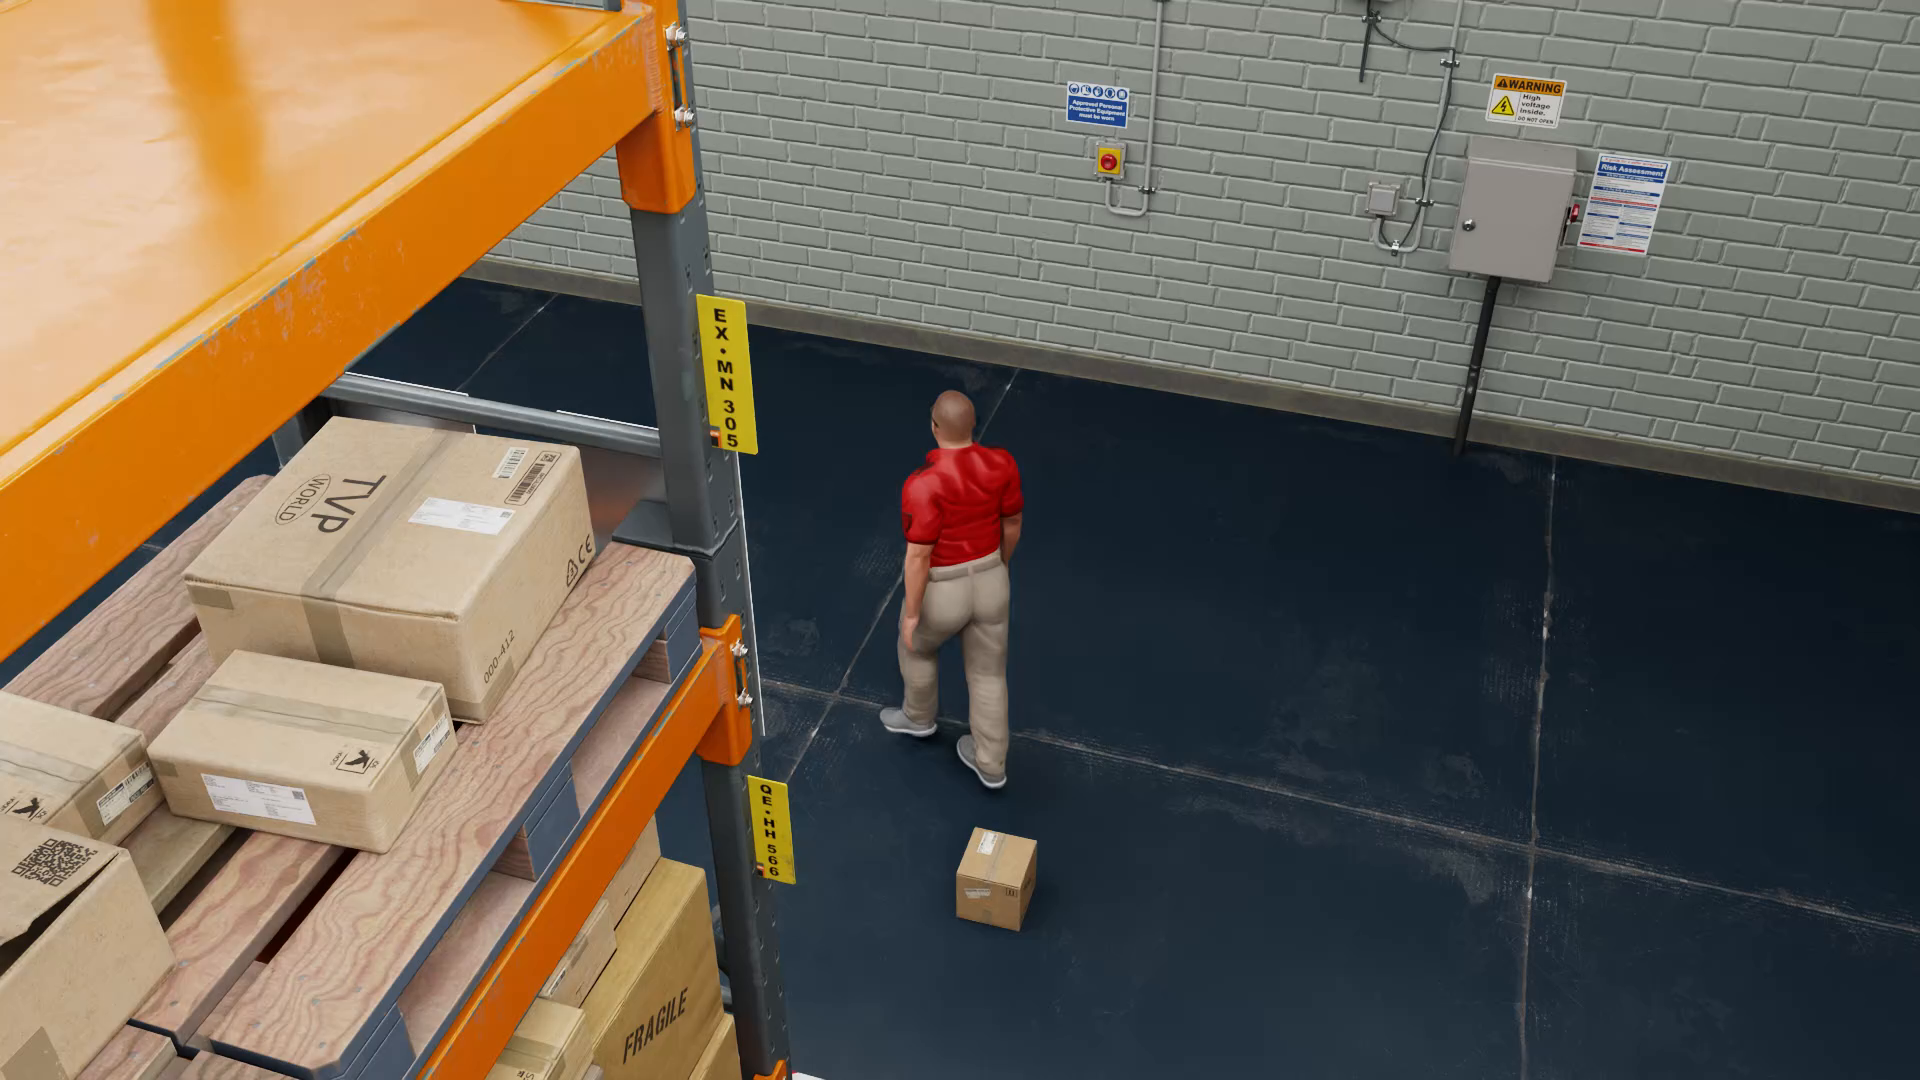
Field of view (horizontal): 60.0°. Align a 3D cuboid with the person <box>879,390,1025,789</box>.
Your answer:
[{"bbox_3d":[-0.005,0.212,6.660,0.587,1.757,0.703,-16,40,-20],"label":"person"}]
